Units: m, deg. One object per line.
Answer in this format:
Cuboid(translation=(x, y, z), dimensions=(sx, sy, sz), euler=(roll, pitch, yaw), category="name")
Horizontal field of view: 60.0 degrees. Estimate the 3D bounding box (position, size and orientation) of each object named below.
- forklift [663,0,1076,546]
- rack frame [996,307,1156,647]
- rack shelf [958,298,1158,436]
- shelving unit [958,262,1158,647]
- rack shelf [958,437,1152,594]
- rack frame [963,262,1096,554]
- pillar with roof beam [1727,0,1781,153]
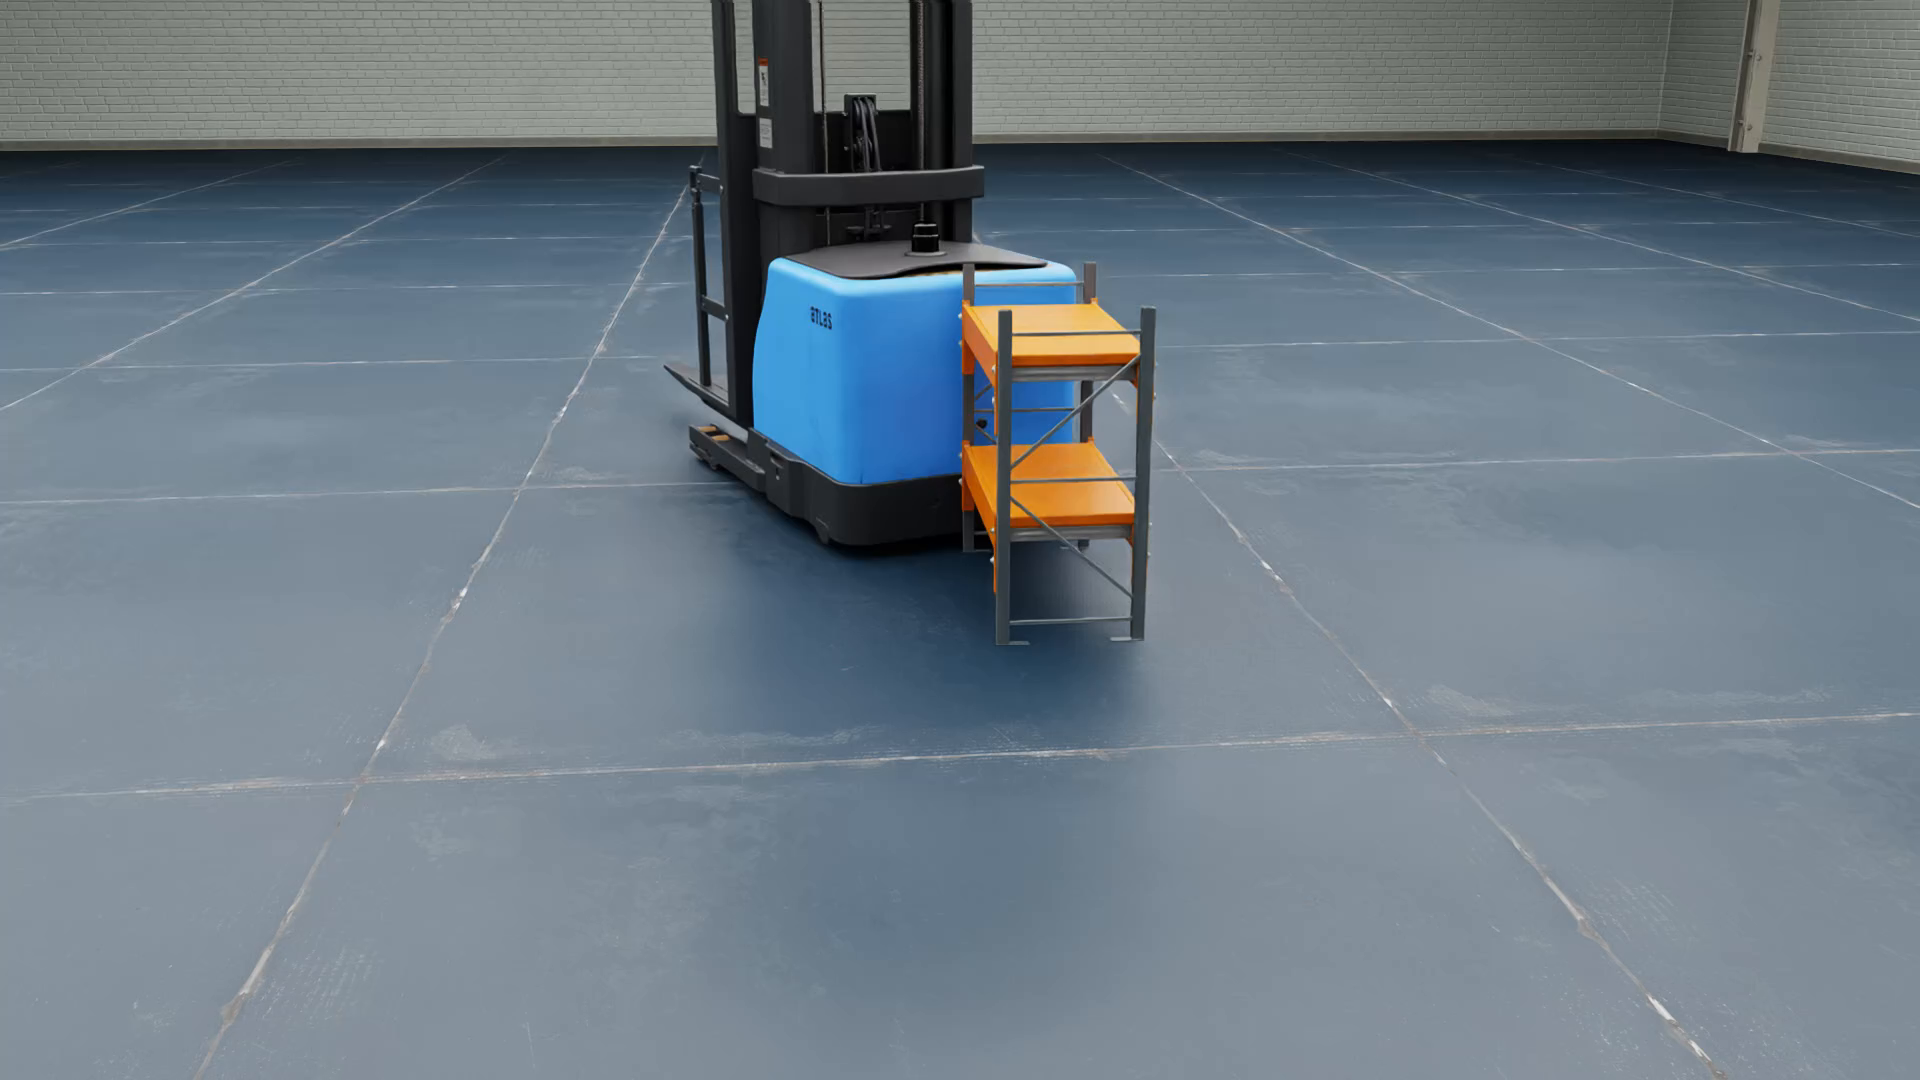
Cuboid(translation=(-0.628, -1.772, 7.429), dimensions=(1.130, 2.935, 3.031), euler=(-8, 19, -25), category="forklift")
Cuboid(translation=(0.369, -0.192, 5.412), dimensions=(0.500, 1.125, 0.032), euler=(-2, 18, -6), category="rack frame")
Cuboid(translation=(0.315, -0.623, 5.806), dimensions=(0.538, 0.278, 1.000), euler=(-2, 18, -6), category="rack shelf")
Cuboid(translation=(0.315, -0.344, 5.894), dimensions=(0.538, 1.125, 1.048), euler=(-2, 18, -6), category="shelving unit")
Cuboid(translation=(0.315, -0.110, 5.967), dimensions=(0.538, 0.278, 1.000), euler=(-2, 18, -6), category="rack shelf")
Cuboid(translation=(0.260, -0.495, 6.376), dimensions=(0.500, 1.125, 0.032), euler=(-2, 18, -6), category="rack frame")
Cuboid(translation=(8.005, -10.253, 24.312), dimensions=(9.100, 9.000, 0.400), euler=(-2, 18, -6), category="pillar with roof beam")
